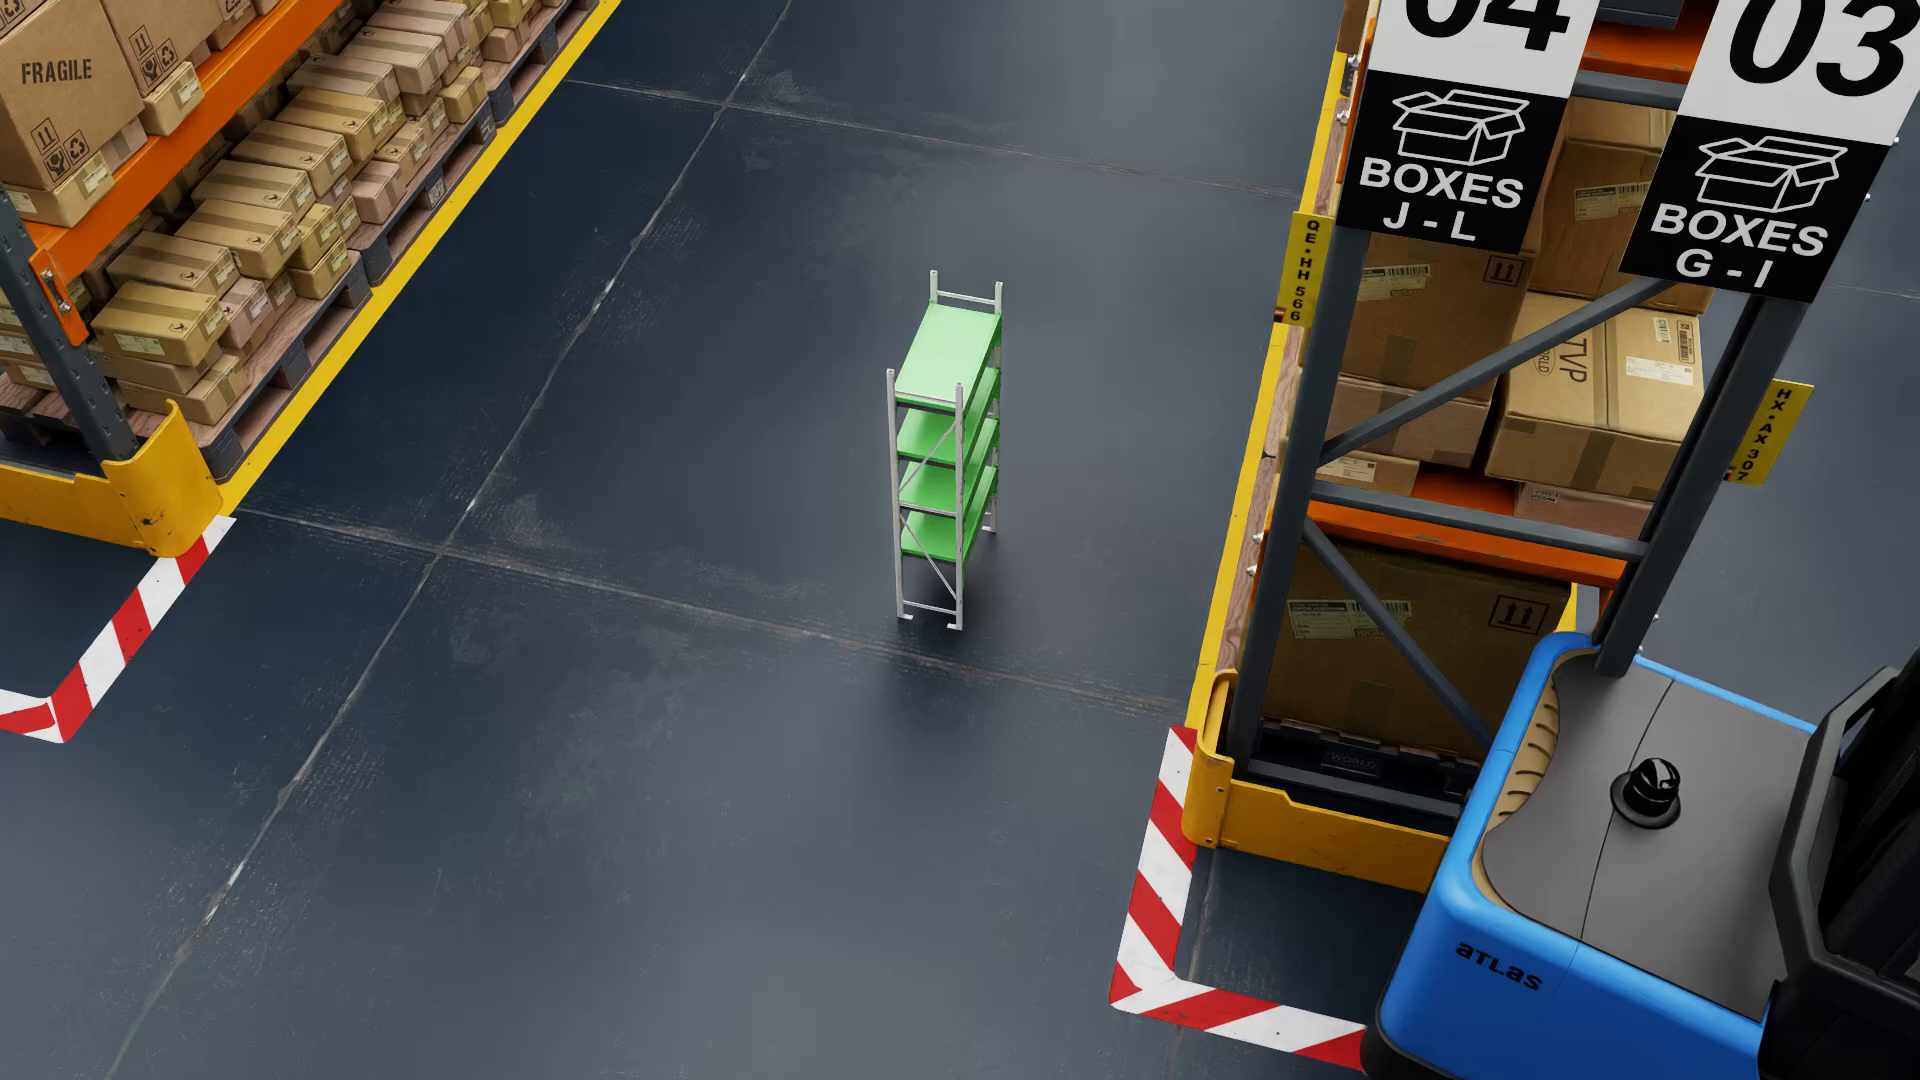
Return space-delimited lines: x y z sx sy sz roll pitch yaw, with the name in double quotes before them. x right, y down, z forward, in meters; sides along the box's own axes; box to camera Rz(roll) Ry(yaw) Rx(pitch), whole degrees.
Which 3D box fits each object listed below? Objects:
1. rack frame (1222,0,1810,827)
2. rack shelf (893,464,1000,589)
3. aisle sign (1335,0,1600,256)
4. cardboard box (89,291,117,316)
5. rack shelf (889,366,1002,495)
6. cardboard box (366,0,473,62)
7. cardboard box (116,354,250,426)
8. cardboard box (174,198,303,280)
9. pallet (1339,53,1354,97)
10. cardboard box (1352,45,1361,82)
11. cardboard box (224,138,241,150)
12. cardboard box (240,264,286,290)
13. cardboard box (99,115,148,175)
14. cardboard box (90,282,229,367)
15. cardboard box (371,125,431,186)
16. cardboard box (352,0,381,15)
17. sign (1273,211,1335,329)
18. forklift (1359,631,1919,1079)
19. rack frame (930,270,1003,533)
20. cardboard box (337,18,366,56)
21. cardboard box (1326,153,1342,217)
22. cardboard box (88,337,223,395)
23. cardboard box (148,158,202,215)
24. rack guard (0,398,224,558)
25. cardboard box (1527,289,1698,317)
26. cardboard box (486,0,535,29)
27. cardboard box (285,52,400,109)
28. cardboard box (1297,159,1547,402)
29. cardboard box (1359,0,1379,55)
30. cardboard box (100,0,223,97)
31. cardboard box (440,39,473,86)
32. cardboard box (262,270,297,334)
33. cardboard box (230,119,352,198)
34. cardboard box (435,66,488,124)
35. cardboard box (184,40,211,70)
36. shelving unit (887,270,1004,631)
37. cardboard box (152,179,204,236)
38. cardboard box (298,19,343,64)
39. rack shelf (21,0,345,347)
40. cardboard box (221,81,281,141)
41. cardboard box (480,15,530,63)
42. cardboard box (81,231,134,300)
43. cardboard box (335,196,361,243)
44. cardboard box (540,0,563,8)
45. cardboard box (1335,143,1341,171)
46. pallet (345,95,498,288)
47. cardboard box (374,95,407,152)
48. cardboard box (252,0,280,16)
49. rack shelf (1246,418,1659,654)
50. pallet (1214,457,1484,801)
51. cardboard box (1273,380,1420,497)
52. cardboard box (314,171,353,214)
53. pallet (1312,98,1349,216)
"rack frame" 1.321 -0.046 4.290 1.000 3.000 0.127 12 50 10
"rack shelf" -0.044 -0.076 5.922 0.258 0.148 0.480 12 50 10
"aisle sign" 1.013 -0.913 3.321 0.394 0.787 0.004 12 50 10
"cardboard box" -3.453 -1.008 6.562 0.380 0.149 0.250 11 49 9
"rack shelf" -0.044 -0.394 5.562 0.258 0.148 0.480 12 50 10
"cardboard box" -2.440 -2.314 7.516 0.380 0.149 0.250 9 49 8
"cardboard box" -2.990 -0.609 6.408 0.380 0.149 0.250 12 50 11
"cardboard box" -2.825 -1.182 6.517 0.380 0.149 0.250 11 50 10
"pallet" 2.505 -2.589 8.394 1.003 0.211 1.213 12 50 10
"cardboard box" 1.567 -1.580 5.811 0.380 0.149 0.250 10 49 9
"cardboard box" -3.229 -1.765 7.230 0.380 0.149 0.250 14 50 12
"cardboard box" -2.946 -1.101 6.644 0.380 0.149 0.250 12 50 11
"cardboard box" -3.009 -1.376 5.632 0.380 0.149 0.250 13 50 11
"cardboard box" -2.971 -0.802 6.182 0.380 0.149 0.250 10 49 8
"cardboard box" -2.596 -1.731 7.398 0.380 0.149 0.250 12 50 10
"cardboard box" -2.870 -2.602 7.770 0.380 0.149 0.250 10 49 9
"sign" 0.802 -0.624 3.870 0.100 0.325 0.005 12 50 10
"forklift" 2.696 0.834 3.559 3.031 2.935 1.130 23 53 19
"rack frame" 0.021 -0.454 5.850 0.240 1.200 0.015 12 50 10
"cardboard box" -2.967 -2.313 7.714 0.380 0.149 0.250 14 50 12
"cardboard box" 1.327 -0.864 4.914 0.500 0.250 0.500 11 49 9
"cardboard box" -3.052 -0.720 6.308 0.380 0.149 0.250 13 50 12
"cardboard box" -3.346 -1.481 6.781 0.380 0.149 0.250 10 49 9
"rack guard" -3.417 -0.325 6.204 1.175 0.500 0.348 12 50 10
"cardboard box" 1.839 -0.766 4.827 0.500 0.250 0.500 11 49 10
"cardboard box" -2.273 -2.599 7.966 0.380 0.149 0.250 10 49 9
"cardboard box" -2.670 -1.959 7.202 0.380 0.149 0.250 12 50 10
"cardboard box" 1.196 -0.747 4.310 0.500 0.500 0.500 12 50 10
"cardboard box" 1.594 -1.610 5.572 0.500 0.250 0.500 12 50 10
"cardboard box" -2.936 -1.891 5.654 0.500 0.500 0.500 12 50 10
"cardboard box" -2.482 -2.249 7.657 0.380 0.149 0.250 13 50 11
"cardboard box" -2.942 -0.995 6.749 0.380 0.149 0.250 12 50 10
"cardboard box" -2.758 -1.577 6.865 0.380 0.149 0.250 13 50 12
"cardboard box" -2.431 -2.087 7.713 0.380 0.149 0.250 11 50 10
"cardboard box" -2.950 -1.775 5.983 0.380 0.149 0.250 14 50 12
"shelving unit" -0.044 -0.277 5.694 0.258 1.200 0.503 12 50 10
"cardboard box" -3.268 -1.380 6.890 0.380 0.149 0.250 11 49 10
"cardboard box" -3.008 -2.220 7.434 0.380 0.149 0.250 10 49 8
"rack shelf" -2.911 -2.306 6.765 1.077 0.370 4.000 12 50 10
"cardboard box" -3.152 -1.855 7.111 0.380 0.149 0.250 10 49 9
"cardboard box" -2.315 -2.460 8.042 0.380 0.149 0.250 10 49 9
"cardboard box" -3.421 -1.093 6.439 0.380 0.149 0.250 12 50 11
"cardboard box" -2.794 -1.362 7.073 0.380 0.149 0.250 12 50 10
"cardboard box" -2.159 -2.836 8.373 0.380 0.149 0.250 12 50 11
"cardboard box" 1.433 -1.212 5.486 0.380 0.149 0.250 12 50 10
"pallet" -2.846 -1.690 7.601 1.003 0.211 1.213 12 50 10
"cardboard box" -2.683 -1.874 7.326 0.380 0.149 0.250 14 50 12
"cardboard box" -2.763 -2.139 6.305 0.380 0.149 0.250 11 49 9
"rack shelf" 1.848 -1.254 5.836 1.077 0.370 4.000 12 50 10
"pallet" 1.456 0.283 5.859 1.003 0.211 1.213 12 50 10
"cardboard box" 1.097 -0.285 4.669 0.380 0.149 0.250 12 50 11
"cardboard box" -2.796 -1.476 6.975 0.380 0.149 0.250 9 49 8
"pallet" 2.099 -1.482 7.417 1.003 0.211 1.213 12 50 10
